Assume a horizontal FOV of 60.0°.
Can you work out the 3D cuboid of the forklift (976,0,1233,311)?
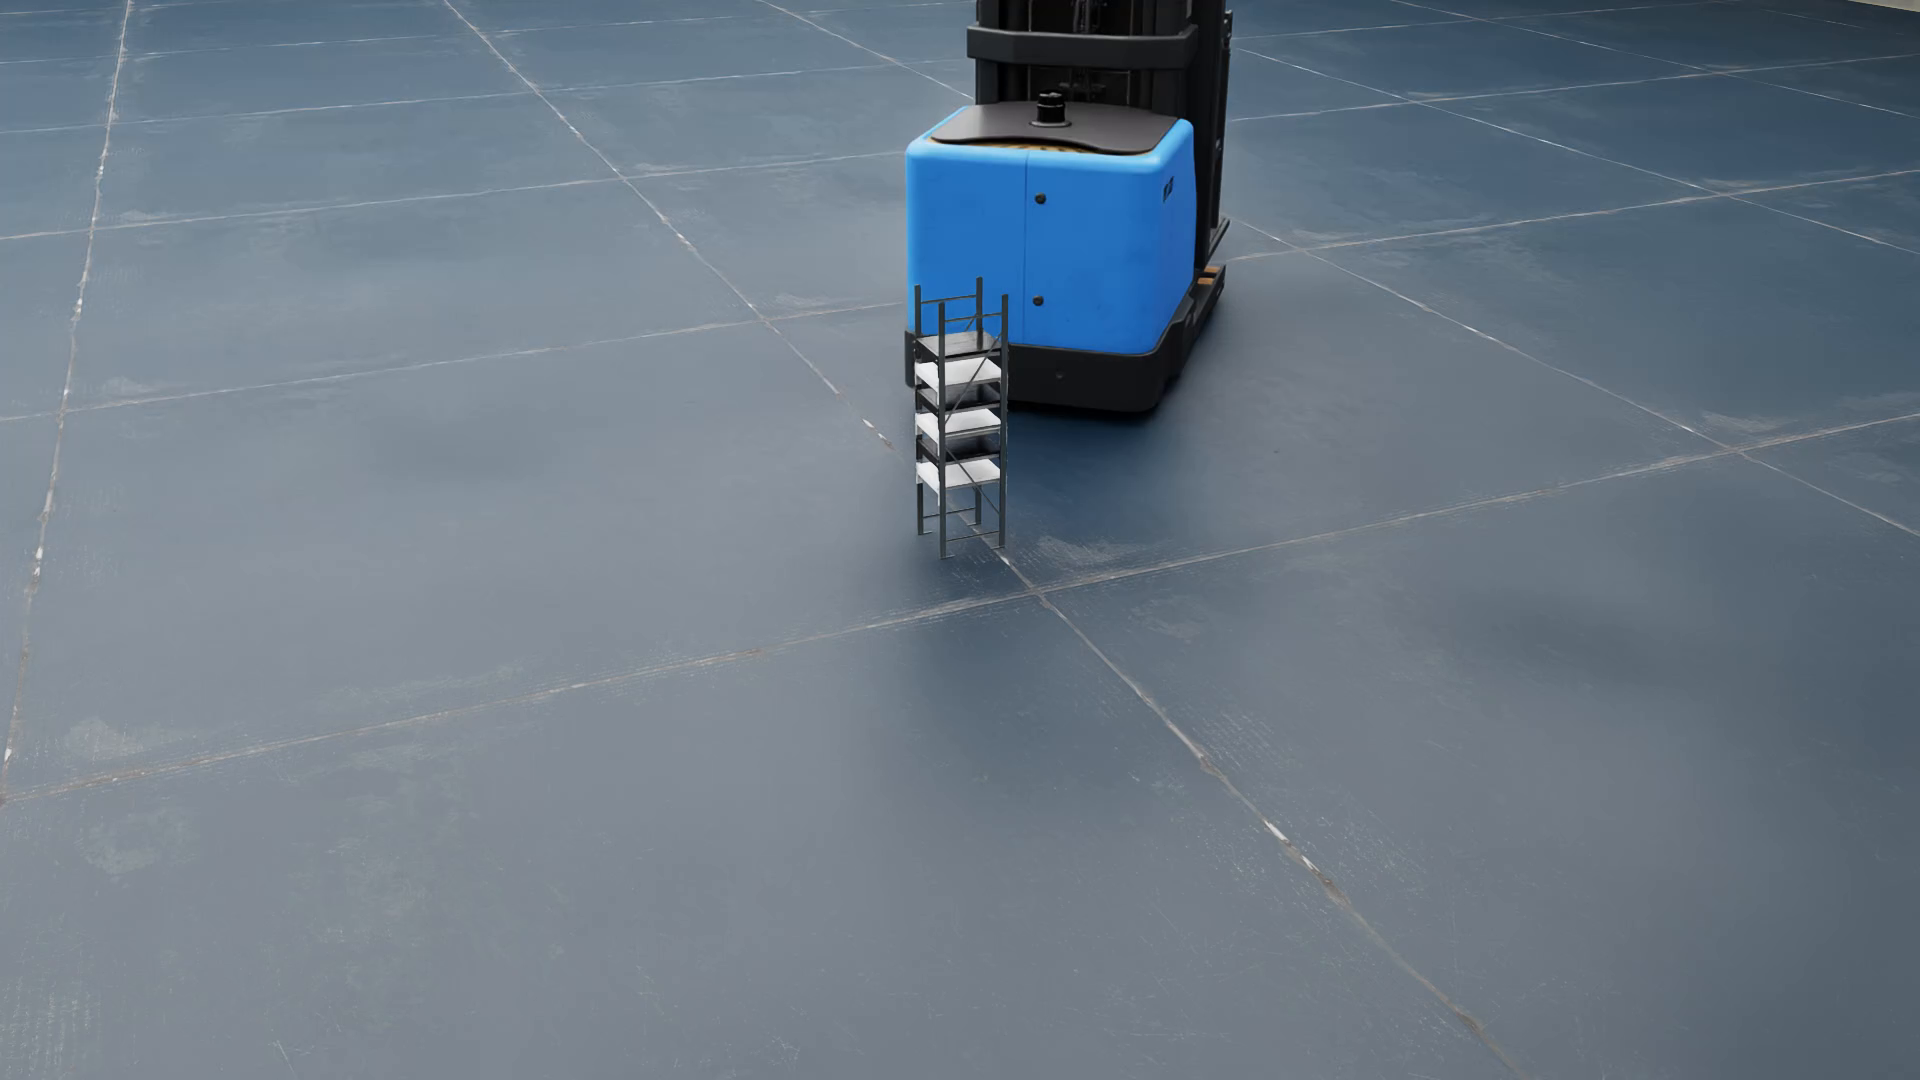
[{"bbox_3d":[0.691,-2.442,7.485,1.118,2.867,2.937,7,27,15],"label":"forklift"}]

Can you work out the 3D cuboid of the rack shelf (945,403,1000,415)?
[{"bbox_3d":[0.003,-0.465,5.514,0.199,0.015,0.184,-11,28,-21],"label":"rack shelf"}]

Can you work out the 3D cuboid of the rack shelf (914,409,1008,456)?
[{"bbox_3d":[0.003,-0.371,5.560,0.258,0.077,0.200,-11,28,-21],"label":"rack shelf"}]

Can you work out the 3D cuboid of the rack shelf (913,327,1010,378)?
[{"bbox_3d":[0.003,-0.614,5.442,0.258,0.077,0.200,-11,28,-21],"label":"rack shelf"}]

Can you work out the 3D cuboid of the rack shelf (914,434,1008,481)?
[{"bbox_3d":[0.003,-0.290,5.600,0.258,0.077,0.200,-11,28,-21],"label":"rack shelf"}]

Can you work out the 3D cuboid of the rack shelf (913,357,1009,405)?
[{"bbox_3d":[0.003,-0.533,5.481,0.258,0.077,0.200,-11,28,-21],"label":"rack shelf"}]

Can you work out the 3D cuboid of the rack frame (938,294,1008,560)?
[{"bbox_3d":[0.043,-0.360,5.462,0.240,0.900,0.006,-11,28,-21],"label":"rack frame"}]

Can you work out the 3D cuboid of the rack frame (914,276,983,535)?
[{"bbox_3d":[-0.037,-0.442,5.630,0.240,0.900,0.006,-11,28,-21],"label":"rack frame"}]

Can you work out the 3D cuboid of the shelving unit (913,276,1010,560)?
[{"bbox_3d":[0.003,-0.401,5.546,0.258,0.900,0.210,-11,28,-21],"label":"shelving unit"}]

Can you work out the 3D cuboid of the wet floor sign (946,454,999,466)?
[{"bbox_3d":[-4.111,1.805,1.317,8.976,0.644,9.326,-1,26,-3],"label":"wet floor sign"}]

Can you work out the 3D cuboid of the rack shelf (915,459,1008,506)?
[{"bbox_3d":[0.003,-0.209,5.639,0.258,0.077,0.200,-11,28,-21],"label":"rack shelf"}]
